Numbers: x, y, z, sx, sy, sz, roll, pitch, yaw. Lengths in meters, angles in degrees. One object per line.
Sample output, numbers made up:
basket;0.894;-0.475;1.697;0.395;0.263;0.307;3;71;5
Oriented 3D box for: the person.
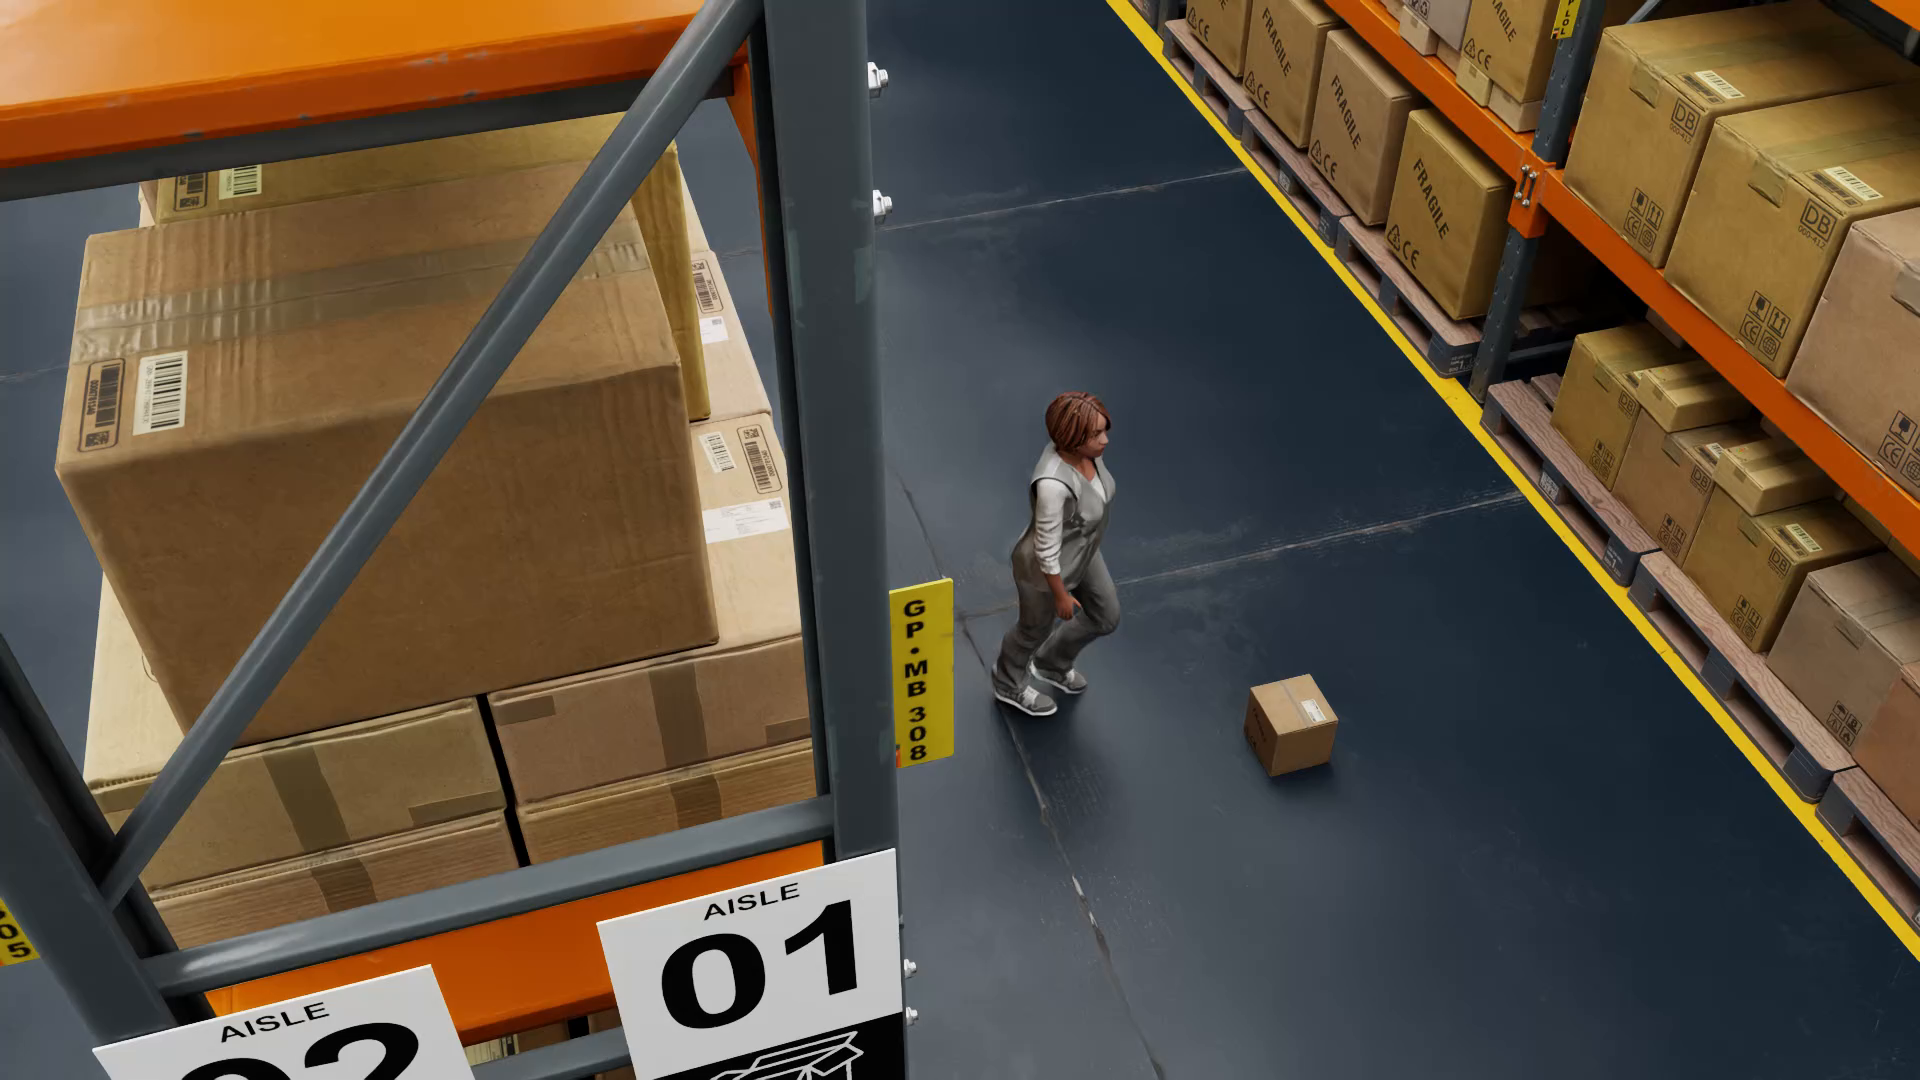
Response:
person;0.338;0.087;6.057;0.476;1.594;0.428;20;46;20
